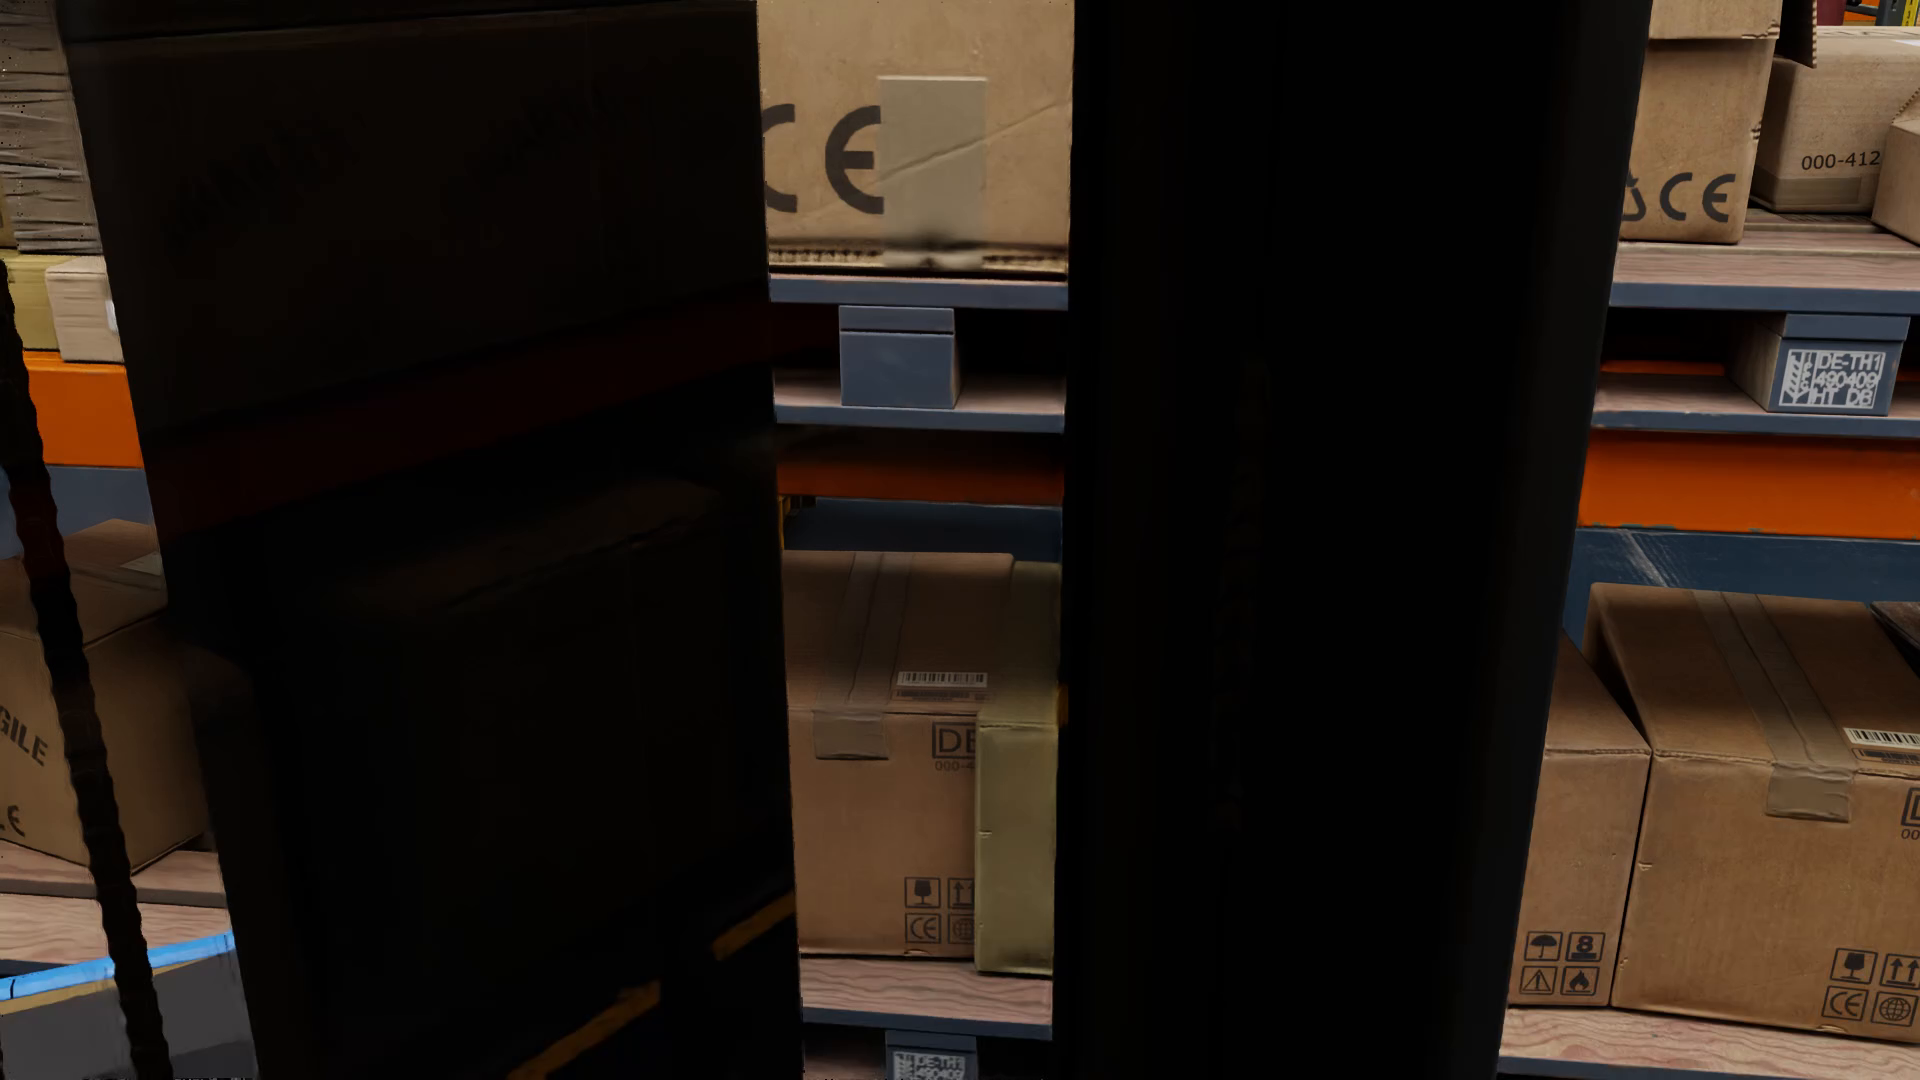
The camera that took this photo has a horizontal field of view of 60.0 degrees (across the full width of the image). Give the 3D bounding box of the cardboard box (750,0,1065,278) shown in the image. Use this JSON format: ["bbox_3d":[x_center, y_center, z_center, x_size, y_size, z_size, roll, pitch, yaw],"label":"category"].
[{"bbox_3d":[0.003,-1.000,2.502,1.000,1.000,1.000,3,22,7],"label":"cardboard box"}]

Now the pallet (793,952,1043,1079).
[{"bbox_3d":[0.004,0.719,3.335,1.213,0.211,1.003,2,22,6],"label":"pallet"}]

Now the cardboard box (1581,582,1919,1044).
[{"bbox_3d":[1.419,0.457,3.006,0.500,0.500,0.700,4,22,11],"label":"cardboard box"}]

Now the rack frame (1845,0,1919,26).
[{"bbox_3d":[3.786,-2.246,7.042,0.127,3.000,1.000,2,22,6],"label":"rack frame"}]

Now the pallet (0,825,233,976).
[{"bbox_3d":[-1.441,0.669,3.459,1.213,0.211,1.003,2,22,6],"label":"pallet"}]

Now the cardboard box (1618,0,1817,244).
[{"bbox_3d":[0.963,-0.813,2.705,0.637,0.503,0.797,5,22,12],"label":"cardboard box"}]

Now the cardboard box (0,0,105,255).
[{"bbox_3d":[-1.209,-0.838,2.939,0.500,0.500,0.875,2,22,6],"label":"cardboard box"}]

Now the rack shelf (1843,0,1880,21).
[{"bbox_3d":[6.358,-3.634,11.529,4.000,0.370,1.077,2,22,6],"label":"rack shelf"}]

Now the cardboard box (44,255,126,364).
[{"bbox_3d":[-1.265,-0.411,2.740,0.250,0.149,0.380,2,22,6],"label":"cardboard box"}]

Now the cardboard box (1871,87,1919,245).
[{"bbox_3d":[1.515,-0.544,2.349,0.258,0.266,0.396,2,22,5],"label":"cardboard box"}]

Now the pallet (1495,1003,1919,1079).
[{"bbox_3d":[1.219,0.771,3.203,1.213,0.211,1.003,2,22,6],"label":"pallet"}]

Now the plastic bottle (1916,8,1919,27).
[{"bbox_3d":[4.238,-2.330,7.413,0.133,0.283,0.061,2,22,6],"label":"plastic bottle"}]

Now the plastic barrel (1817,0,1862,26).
[{"bbox_3d":[3.289,-2.219,6.788,0.708,0.536,0.600,2,22,6],"label":"plastic barrel"}]

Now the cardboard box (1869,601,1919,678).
[{"bbox_3d":[1.983,0.479,2.950,0.500,0.500,0.700,1,22,2],"label":"cardboard box"}]

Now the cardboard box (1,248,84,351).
[{"bbox_3d":[-1.506,-0.443,2.823,0.250,0.149,0.380,2,22,6],"label":"cardboard box"}]

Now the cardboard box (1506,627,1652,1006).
[{"bbox_3d":[0.865,0.433,3.067,0.500,0.500,0.700,1,22,2],"label":"cardboard box"}]

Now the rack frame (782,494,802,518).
[{"bbox_3d":[-0.590,-0.723,5.229,0.032,1.500,0.500,2,22,6],"label":"rack frame"}]

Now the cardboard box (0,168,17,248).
[{"bbox_3d":[-1.701,-0.873,3.026,0.500,0.500,0.875,2,22,6],"label":"cardboard box"}]

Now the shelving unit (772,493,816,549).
[{"bbox_3d":[-0.076,-0.701,5.172,1.083,1.500,0.587,2,22,6],"label":"shelving unit"}]

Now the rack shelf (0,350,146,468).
[{"bbox_3d":[-2.756,-0.363,3.257,4.000,0.370,1.077,2,22,6],"label":"rack shelf"}]

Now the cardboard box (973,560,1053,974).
[{"bbox_3d":[0.309,0.409,3.128,0.500,0.500,0.700,2,22,6],"label":"cardboard box"}]

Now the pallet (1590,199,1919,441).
[{"bbox_3d":[1.232,-0.420,2.682,1.213,0.211,1.003,2,22,6],"label":"pallet"}]

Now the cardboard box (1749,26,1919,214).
[{"bbox_3d":[1.565,-0.720,2.814,0.500,0.250,0.500,2,22,5],"label":"cardboard box"}]

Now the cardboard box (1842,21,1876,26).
[{"bbox_3d":[8.263,-4.867,16.023,0.750,0.750,0.750,3,22,7],"label":"cardboard box"}]

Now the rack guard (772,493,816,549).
[{"bbox_3d":[-0.570,-0.141,5.457,0.087,0.250,0.587,2,22,6],"label":"rack guard"}]

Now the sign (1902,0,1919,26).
[{"bbox_3d":[3.728,-2.121,6.503,0.005,0.325,0.100,2,22,6],"label":"sign"}]

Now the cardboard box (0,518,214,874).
[{"bbox_3d":[-1.732,0.302,3.425,0.500,0.500,0.500,10,24,23],"label":"cardboard box"}]

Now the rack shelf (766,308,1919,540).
[{"bbox_3d":[1.217,-0.190,2.819,4.000,0.370,1.077,2,22,6],"label":"rack shelf"}]

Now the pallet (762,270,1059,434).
[{"bbox_3d":[-0.028,-0.436,2.723,1.213,0.211,1.003,2,22,6],"label":"pallet"}]

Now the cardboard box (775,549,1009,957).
[{"bbox_3d":[-0.162,0.381,3.197,0.500,0.500,0.700,1,22,2],"label":"cardboard box"}]
